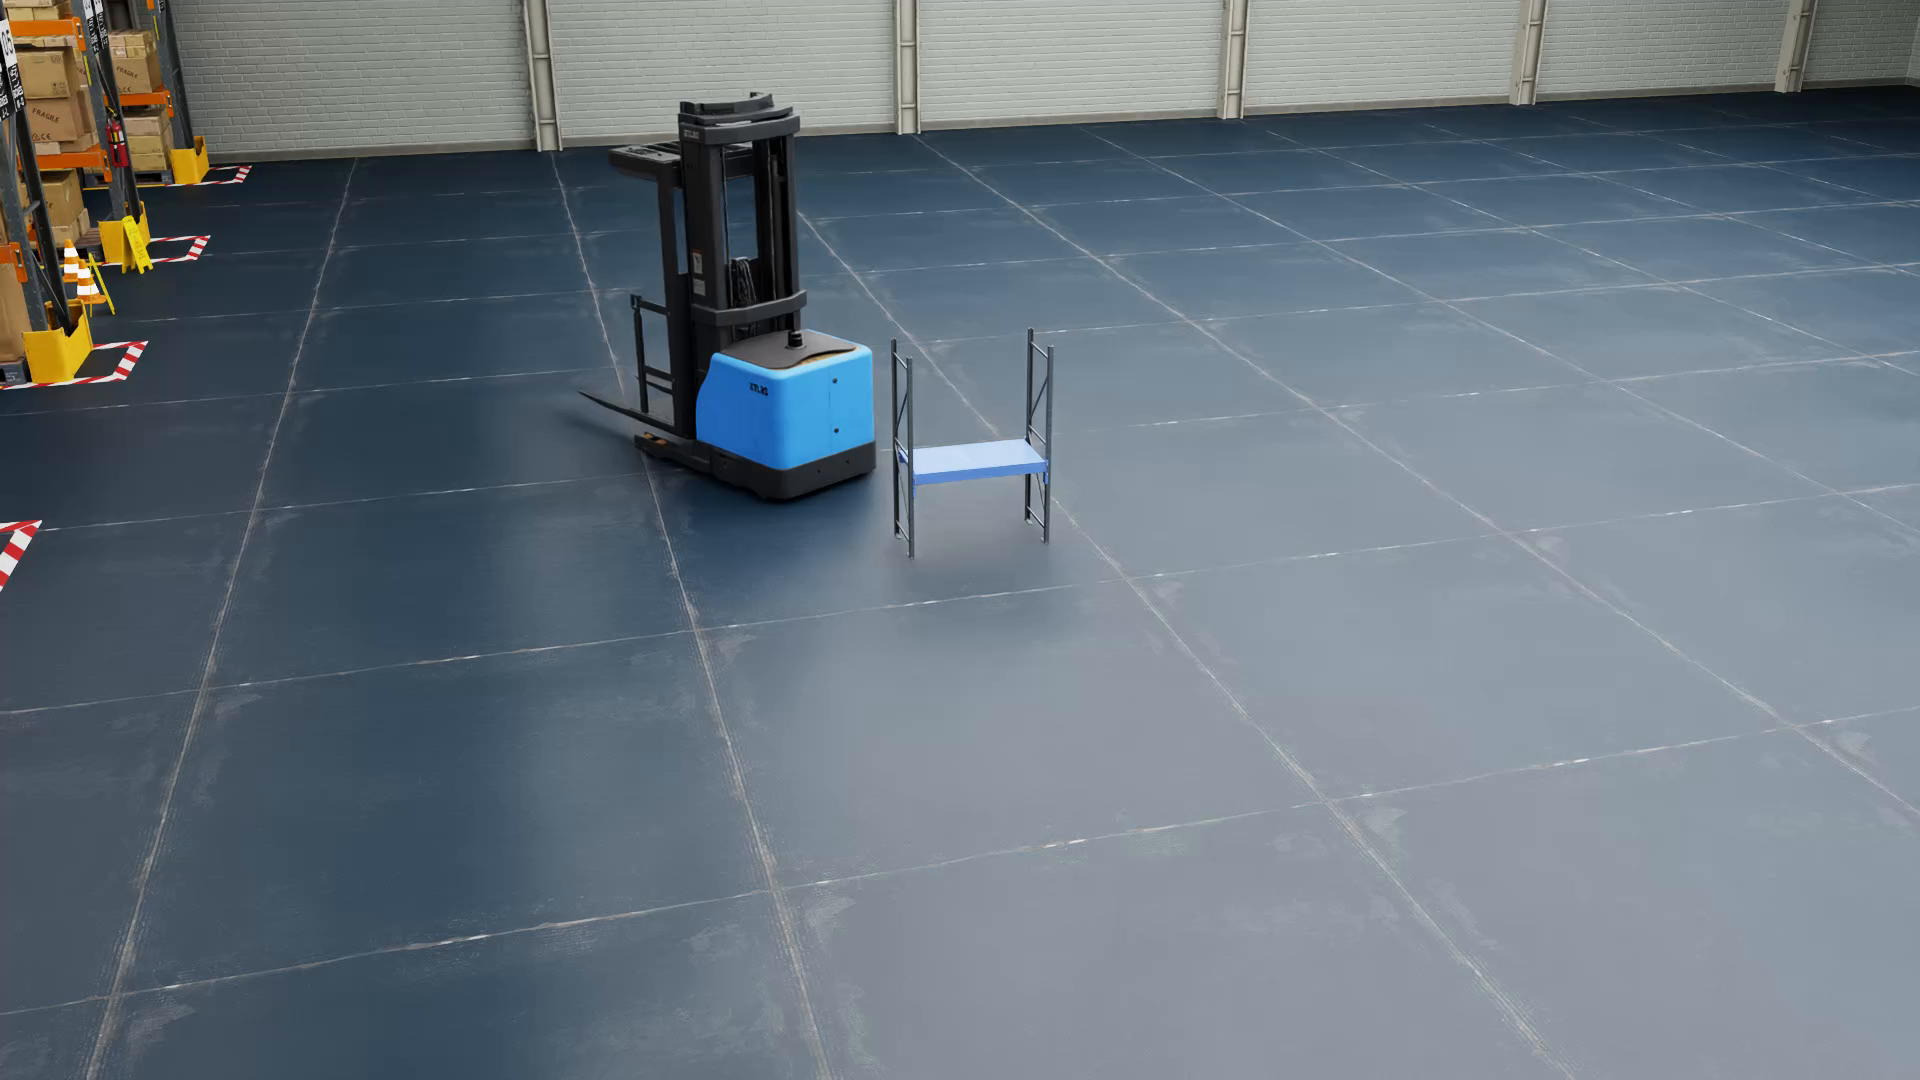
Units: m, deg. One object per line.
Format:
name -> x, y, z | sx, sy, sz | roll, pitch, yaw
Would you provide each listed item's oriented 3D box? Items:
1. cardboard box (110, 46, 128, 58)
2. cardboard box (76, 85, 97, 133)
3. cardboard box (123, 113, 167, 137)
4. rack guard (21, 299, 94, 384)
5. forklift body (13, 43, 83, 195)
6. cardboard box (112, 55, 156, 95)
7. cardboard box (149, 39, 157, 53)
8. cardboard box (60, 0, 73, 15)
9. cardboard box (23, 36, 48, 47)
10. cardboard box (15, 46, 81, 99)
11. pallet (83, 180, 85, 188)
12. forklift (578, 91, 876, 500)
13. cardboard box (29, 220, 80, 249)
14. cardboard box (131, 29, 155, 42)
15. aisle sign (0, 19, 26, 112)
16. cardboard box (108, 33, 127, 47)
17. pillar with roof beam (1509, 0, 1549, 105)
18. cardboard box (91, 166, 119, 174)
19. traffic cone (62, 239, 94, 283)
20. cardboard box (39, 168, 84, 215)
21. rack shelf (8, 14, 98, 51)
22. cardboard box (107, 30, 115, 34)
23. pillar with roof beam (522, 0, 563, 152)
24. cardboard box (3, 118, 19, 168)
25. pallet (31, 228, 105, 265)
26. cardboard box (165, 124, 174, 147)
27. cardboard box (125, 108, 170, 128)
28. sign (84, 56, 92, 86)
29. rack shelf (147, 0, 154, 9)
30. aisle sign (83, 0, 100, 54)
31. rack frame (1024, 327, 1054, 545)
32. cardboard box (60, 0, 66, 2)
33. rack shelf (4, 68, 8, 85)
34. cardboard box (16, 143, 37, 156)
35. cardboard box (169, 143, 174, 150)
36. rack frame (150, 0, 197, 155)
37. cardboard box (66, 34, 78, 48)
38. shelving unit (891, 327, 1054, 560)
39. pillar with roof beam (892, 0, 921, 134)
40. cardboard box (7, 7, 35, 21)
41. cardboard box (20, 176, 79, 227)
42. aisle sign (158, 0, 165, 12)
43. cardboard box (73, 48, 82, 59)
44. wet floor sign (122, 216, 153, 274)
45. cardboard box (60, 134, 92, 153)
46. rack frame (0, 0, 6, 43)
cardboard box -> -12.039, -6.995, 23.800 | 0.250, 0.149, 0.380 | -6, 24, -14
cardboard box -> -10.730, -5.187, 20.030 | 0.500, 0.500, 0.500 | -7, 24, -15
cardboard box -> -11.902, -6.055, 24.243 | 0.500, 0.250, 0.500 | -5, 24, -13
rack guard -> -8.741, -1.934, 16.124 | 0.348, 0.500, 1.175 | -6, 24, -14
forklift body -> -12.876, -5.549, 22.454 | 1.214, 2.155, 2.313 | -6, 24, -14
cardboard box -> -11.946, -6.727, 23.997 | 0.500, 0.500, 0.500 | -7, 24, -16
cardboard box -> -11.940, -7.240, 24.369 | 0.250, 0.149, 0.380 | -7, 24, -16
cardboard box -> -10.606, -6.300, 19.643 | 0.250, 0.149, 0.380 | -6, 24, -14
cardboard box -> -13.033, -7.022, 23.484 | 0.250, 0.149, 0.380 | -6, 24, -13
cardboard box -> -10.632, -5.454, 19.385 | 0.500, 0.500, 0.700 | -7, 24, -16
pallet -> -13.441, -5.326, 24.394 | 1.213, 0.211, 1.003 | -6, 24, -14
forklift -> -2.079, -2.142, 13.526 | 3.031, 2.935, 1.130 | 21, 31, 40
cardboard box -> -10.928, -3.688, 19.995 | 0.500, 0.250, 0.500 | -6, 24, -15
cardboard box -> -11.924, -7.359, 24.270 | 0.250, 0.149, 0.380 | -7, 24, -15
aisle sign -> -8.777, -4.397, 15.396 | 0.004, 0.787, 0.394 | -6, 24, -14
cardboard box -> -12.060, -7.158, 23.801 | 0.250, 0.149, 0.380 | -6, 24, -14
pillar with roof beam -> 11.814, -10.780, 25.961 | 0.400, 9.000, 9.100 | -6, 24, -14
cardboard box -> -12.392, -5.543, 24.319 | 0.500, 0.250, 0.500 | -6, 24, -14
traffic cone -> -10.264, -3.248, 19.232 | 0.334, 0.463, 0.336 | -6, 24, -14
cardboard box -> -11.073, -4.239, 20.330 | 0.500, 0.500, 0.500 | -7, 24, -16
rack shelf -> -12.125, -5.784, 19.034 | 4.000, 0.370, 1.077 | -6, 24, -14
cardboard box -> -12.436, -7.311, 24.157 | 0.250, 0.149, 0.380 | -6, 24, -13
pillar with roof beam -> -5.517, -8.863, 21.493 | 0.400, 9.000, 9.100 | -6, 24, -14
cardboard box -> -9.132, -3.621, 15.325 | 0.550, 0.550, 0.875 | -6, 24, -14
pallet -> -11.064, -3.586, 20.341 | 1.213, 0.211, 1.003 | -6, 24, -14
cardboard box -> -12.052, -6.021, 24.799 | 0.500, 0.250, 0.500 | -6, 24, -13
cardboard box -> -12.057, -6.243, 24.681 | 0.500, 0.250, 0.500 | -7, 24, -15
sign -> -10.068, -5.414, 19.193 | 0.005, 0.325, 0.100 | -6, 24, -14
rack shelf -> -13.469, -7.668, 23.425 | 4.000, 0.370, 1.077 | -6, 24, -14
aisle sign -> -10.061, -6.040, 19.226 | 0.004, 0.787, 0.394 | -6, 24, -14
rack frame -> 0.572, -0.752, 12.102 | 0.032, 1.500, 0.500 | -6, 24, -14
cardboard box -> -10.755, -6.443, 19.470 | 0.500, 0.250, 0.500 | -7, 24, -15
rack shelf -> -10.690, -3.915, 14.679 | 4.000, 0.370, 1.077 | -6, 24, -14
cardboard box -> -10.968, -4.624, 19.542 | 0.250, 0.149, 0.380 | -7, 24, -15
cardboard box -> -12.069, -5.785, 24.882 | 0.500, 0.250, 0.500 | -6, 24, -14
rack frame -> -11.543, -6.833, 24.371 | 0.127, 3.000, 1.000 | -6, 24, -14
cardboard box -> -12.565, -7.121, 23.716 | 0.250, 0.149, 0.380 | -6, 24, -14
shelving unit -> 0.082, -0.698, 11.975 | 1.048, 1.500, 0.538 | -6, 24, -14
pillar with roof beam -> 0.260, -9.502, 22.983 | 0.400, 9.000, 9.100 | -6, 24, -14
cardboard box -> -10.698, -6.029, 19.011 | 0.250, 0.149, 0.380 | -6, 24, -14
cardboard box -> -10.900, -4.039, 19.862 | 0.500, 0.500, 0.500 | -6, 24, -14
aisle sign -> -11.401, -7.923, 23.615 | 0.004, 0.787, 0.394 | -6, 24, -14
cardboard box -> -12.548, -6.969, 23.738 | 0.250, 0.149, 0.380 | -6, 24, -15
wet floor sign -> -9.727, -3.481, 19.545 | 0.232, 0.644, 0.267 | 2, 23, 4
cardboard box -> -10.501, -4.713, 19.748 | 0.250, 0.149, 0.380 | -5, 24, -13
rack frame -> -8.764, -5.837, 14.442 | 0.127, 3.000, 1.000 | -6, 24, -14
